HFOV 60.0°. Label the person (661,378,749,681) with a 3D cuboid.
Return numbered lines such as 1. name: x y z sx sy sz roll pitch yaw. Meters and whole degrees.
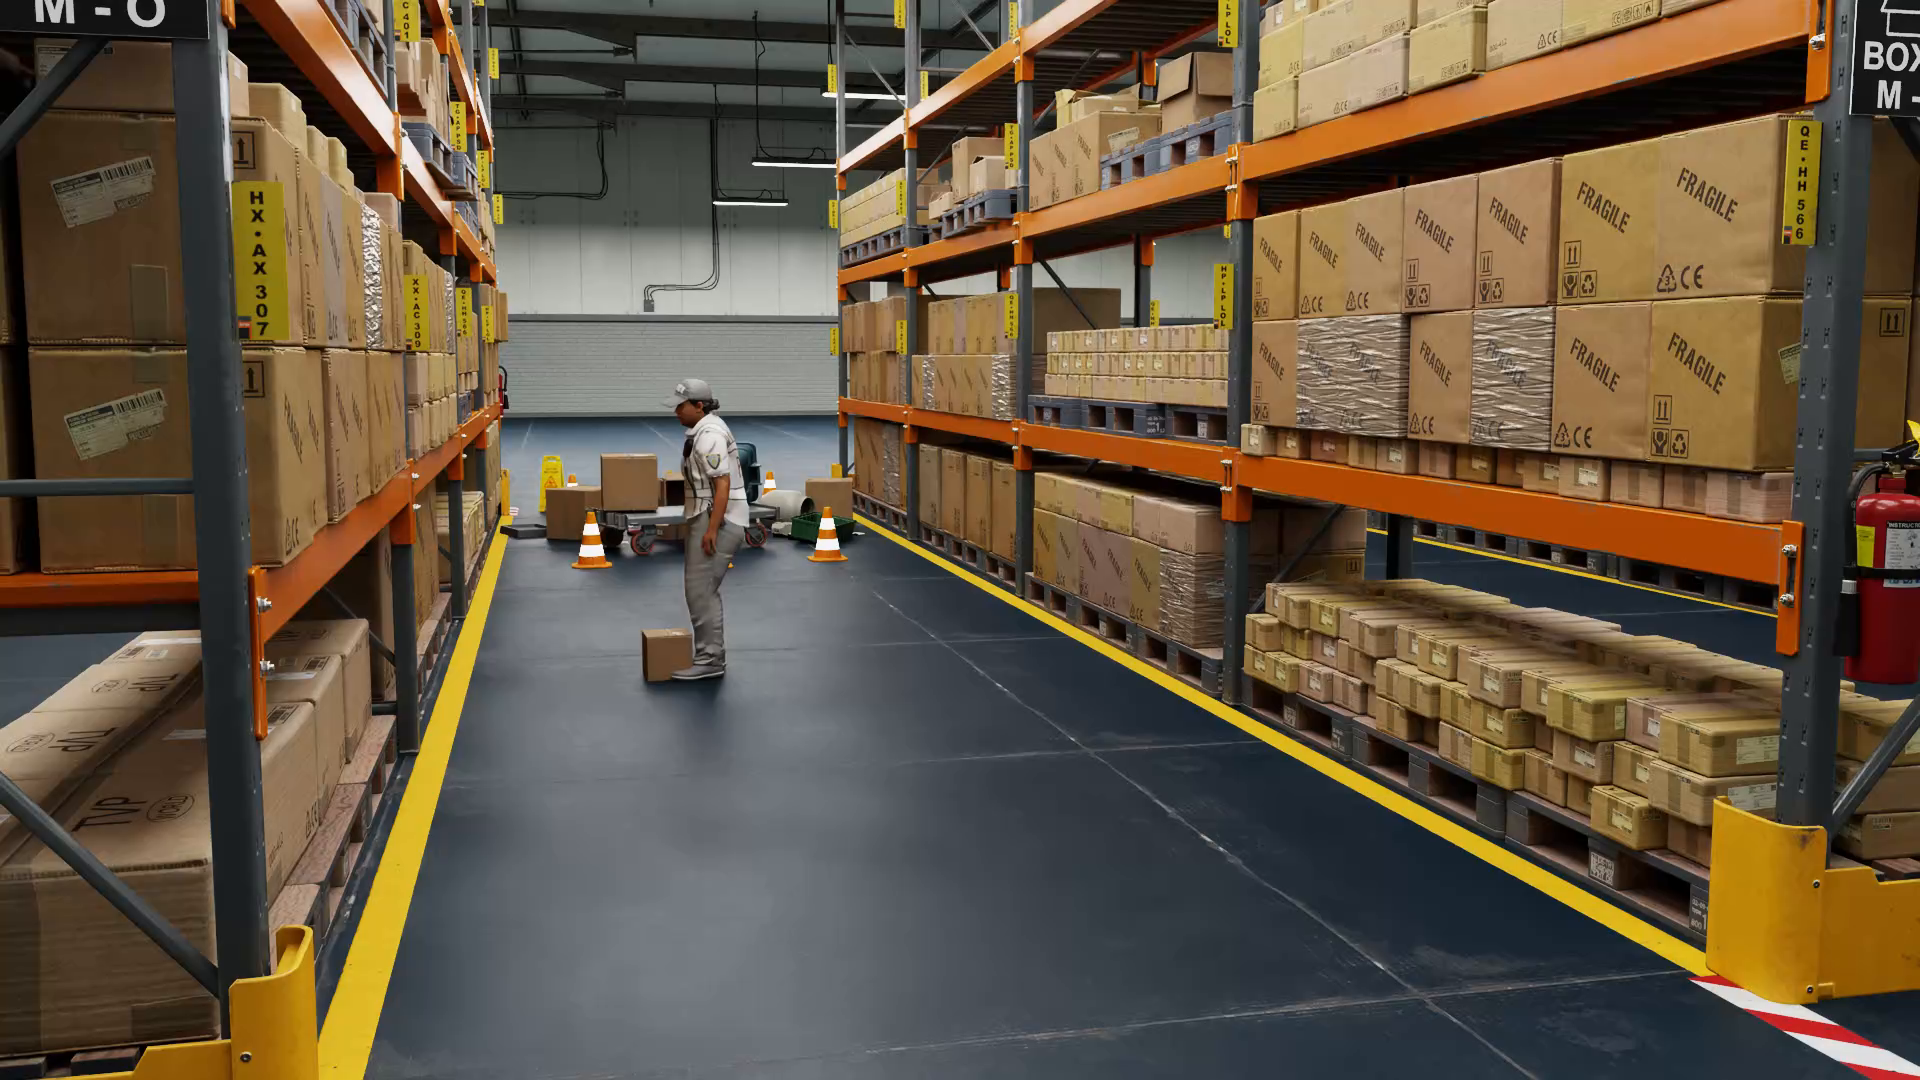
1. person: -1.427 -0.069 9.288 0.470 1.665 0.561 -2 7 -17
